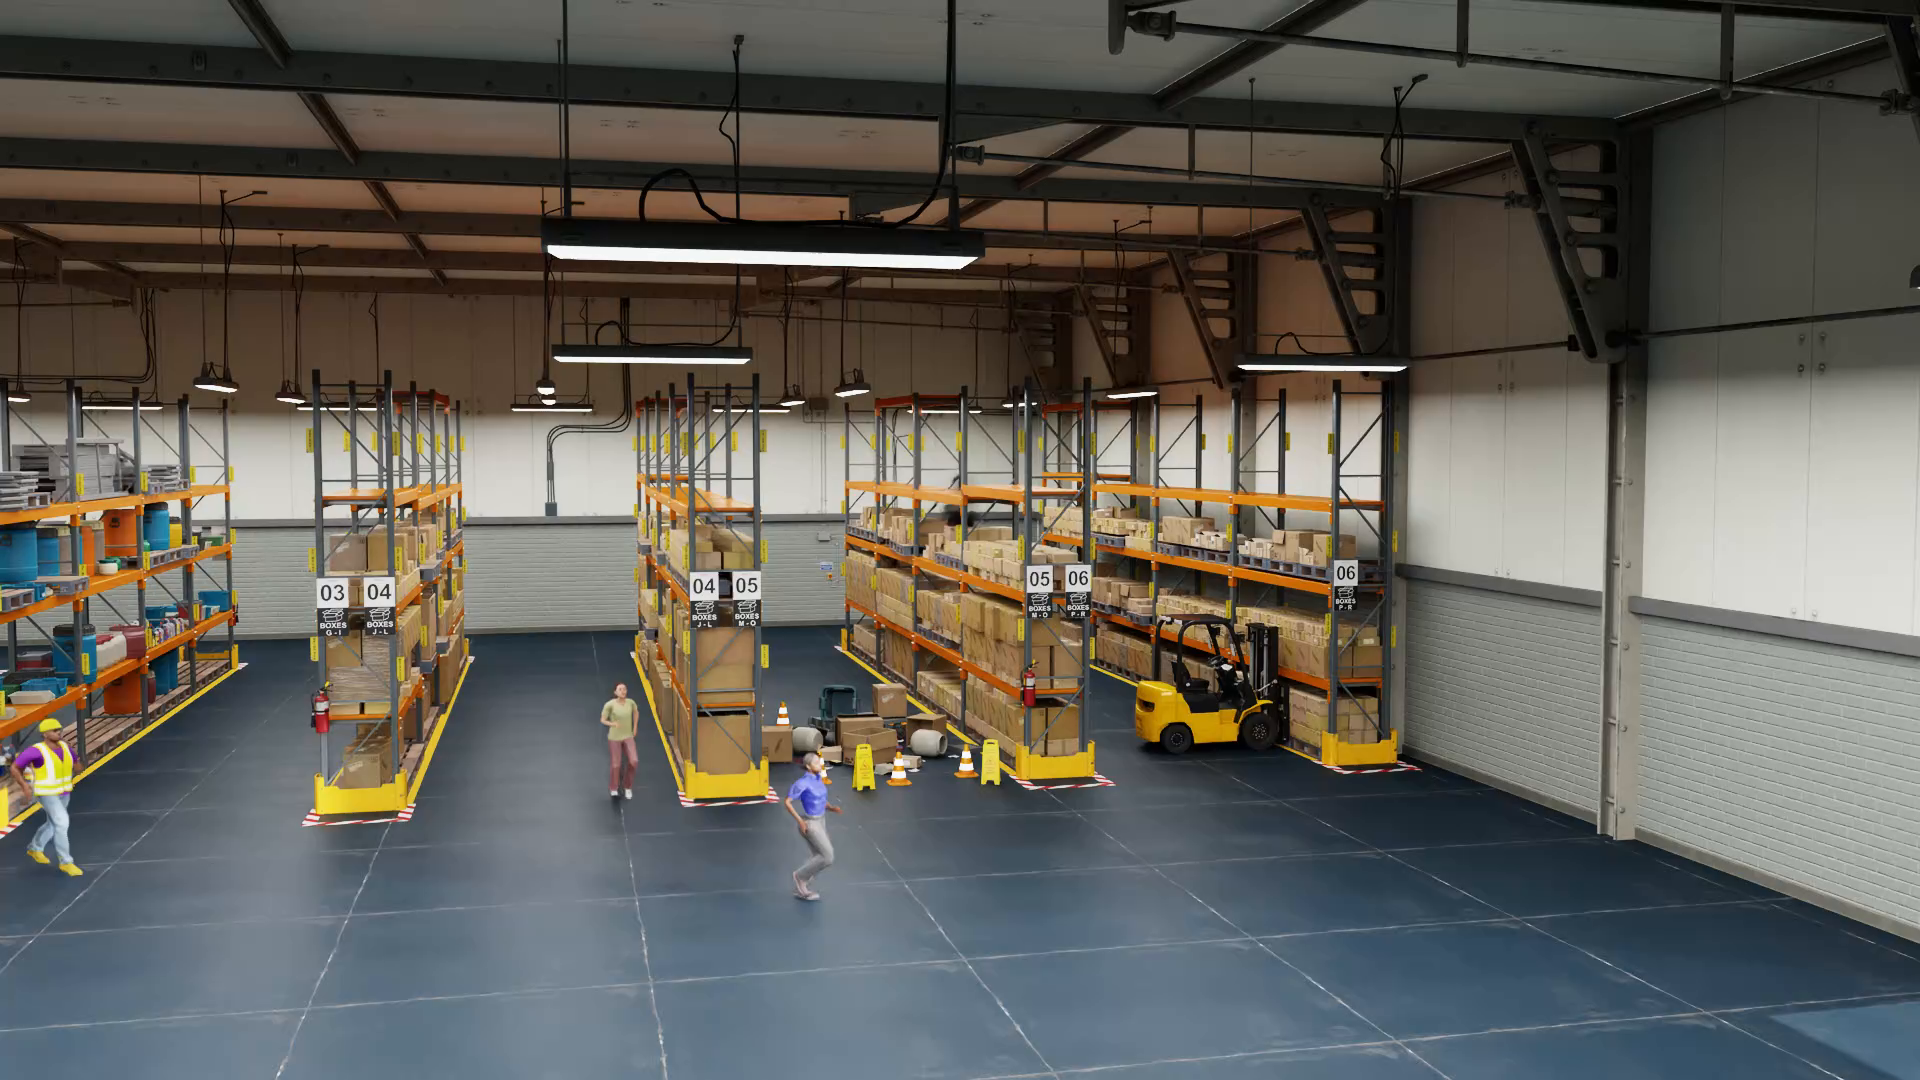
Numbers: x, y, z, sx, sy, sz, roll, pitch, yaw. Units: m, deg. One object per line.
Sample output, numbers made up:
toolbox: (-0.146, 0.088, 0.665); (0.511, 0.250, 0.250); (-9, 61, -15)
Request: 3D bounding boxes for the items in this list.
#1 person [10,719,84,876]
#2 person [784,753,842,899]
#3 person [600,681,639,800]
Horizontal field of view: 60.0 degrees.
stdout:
person: (-10.581, 2.981, 19.404); (0.893, 1.799, 0.686); (1, 3, 14)
person: (-1.564, 3.137, 18.190); (0.576, 1.615, 0.560); (1, 3, 18)
person: (-4.756, 2.825, 23.390); (0.590, 1.681, 0.598); (-2, 4, -26)
